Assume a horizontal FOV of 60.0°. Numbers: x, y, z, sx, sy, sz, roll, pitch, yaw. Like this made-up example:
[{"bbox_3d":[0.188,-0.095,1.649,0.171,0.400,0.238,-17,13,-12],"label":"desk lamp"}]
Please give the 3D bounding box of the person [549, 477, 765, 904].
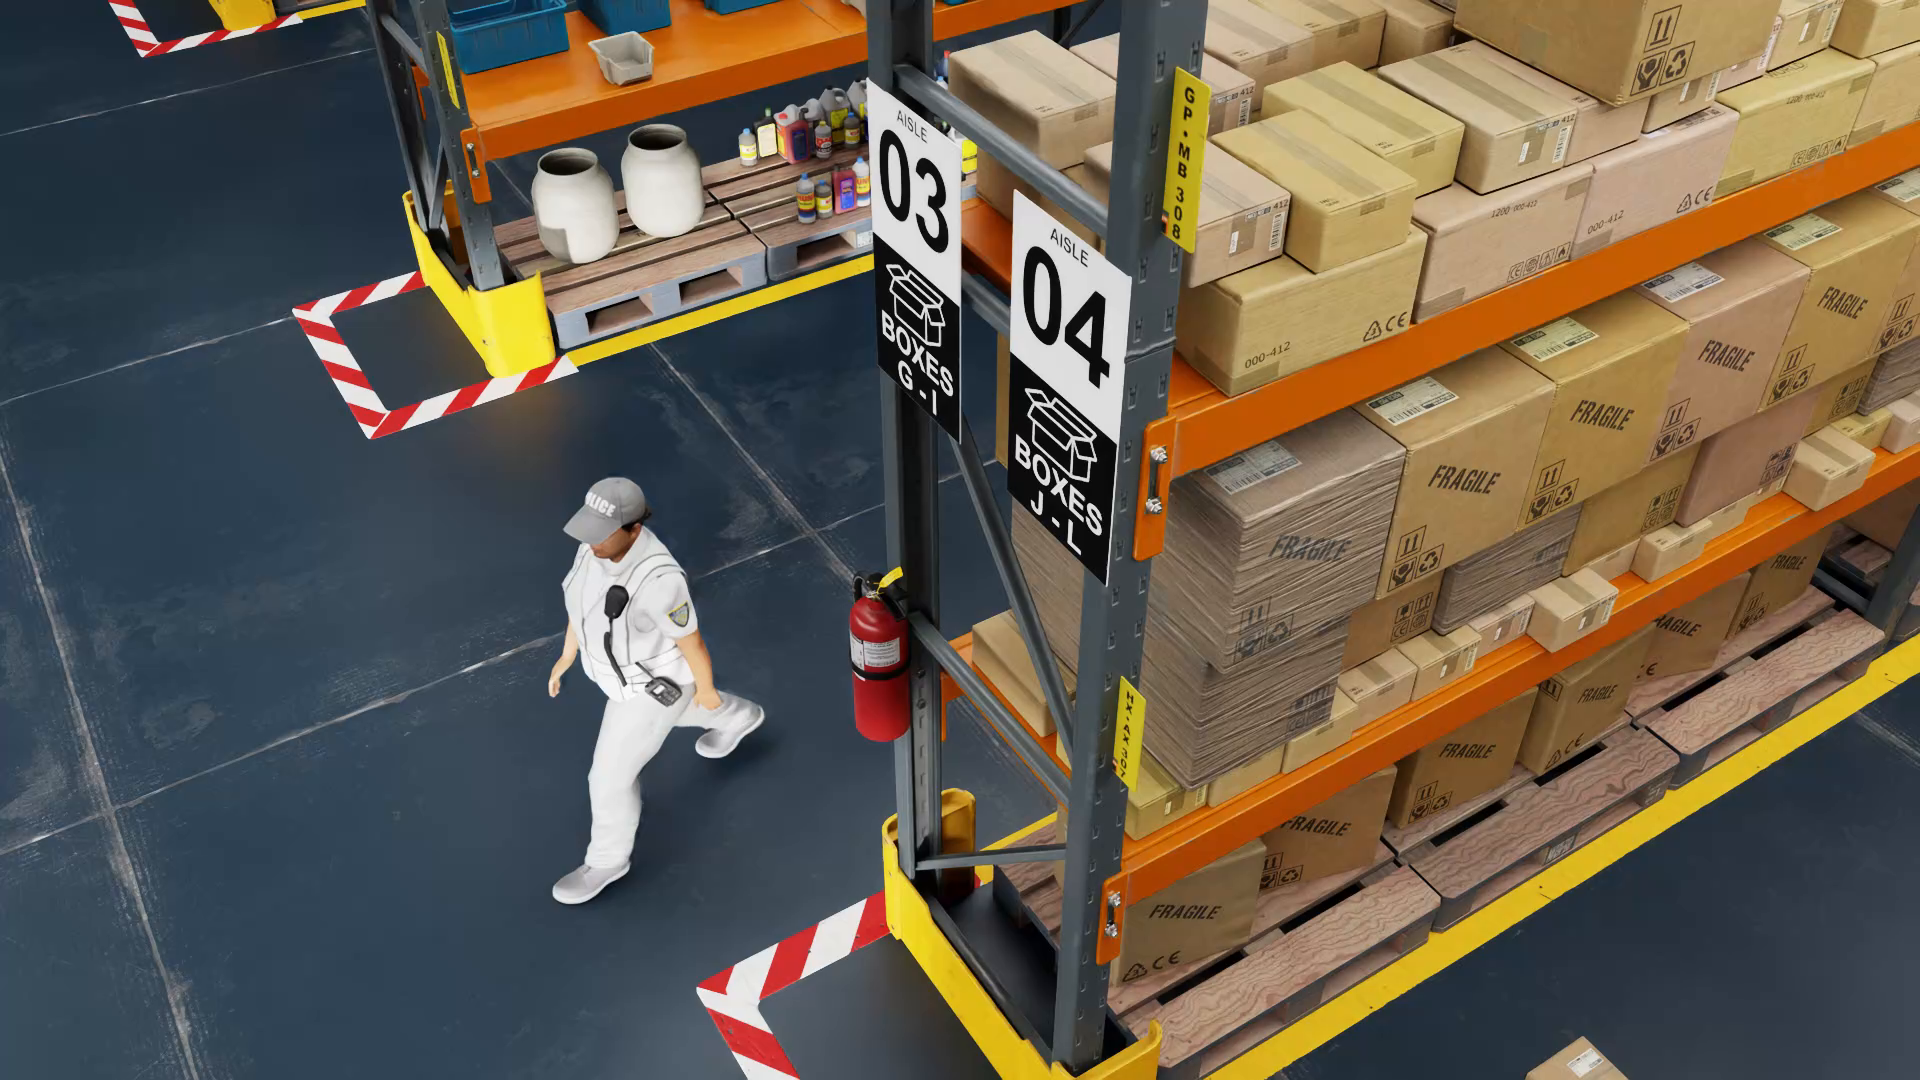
[{"bbox_3d":[-1.088,0.427,5.670,1.031,1.606,0.487,-27,48,-28],"label":"person"}]
